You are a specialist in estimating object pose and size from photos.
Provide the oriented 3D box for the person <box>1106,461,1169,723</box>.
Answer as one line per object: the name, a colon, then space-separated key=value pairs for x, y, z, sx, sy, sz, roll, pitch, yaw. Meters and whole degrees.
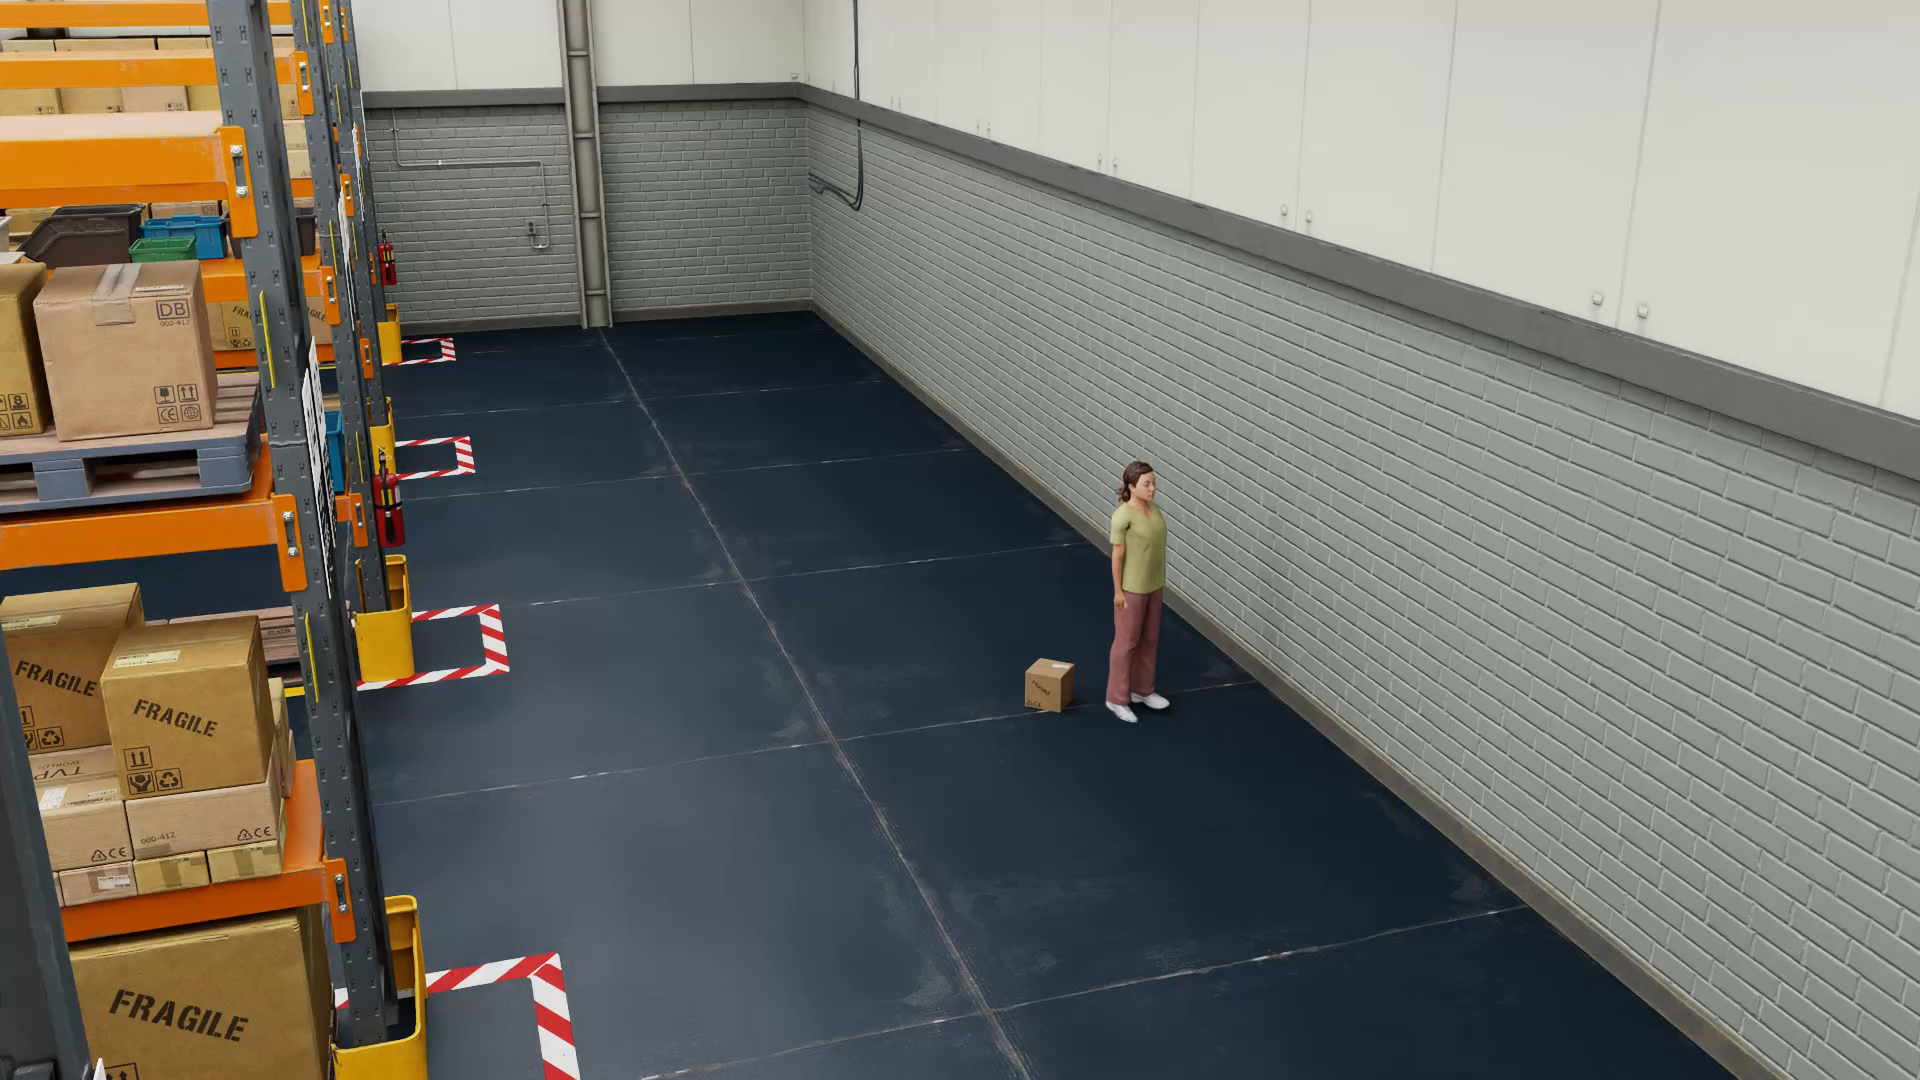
person: x=1.156 y=0.322 z=10.693 sx=0.387 sy=1.703 sz=0.436 roll=17 pitch=26 yaw=40
